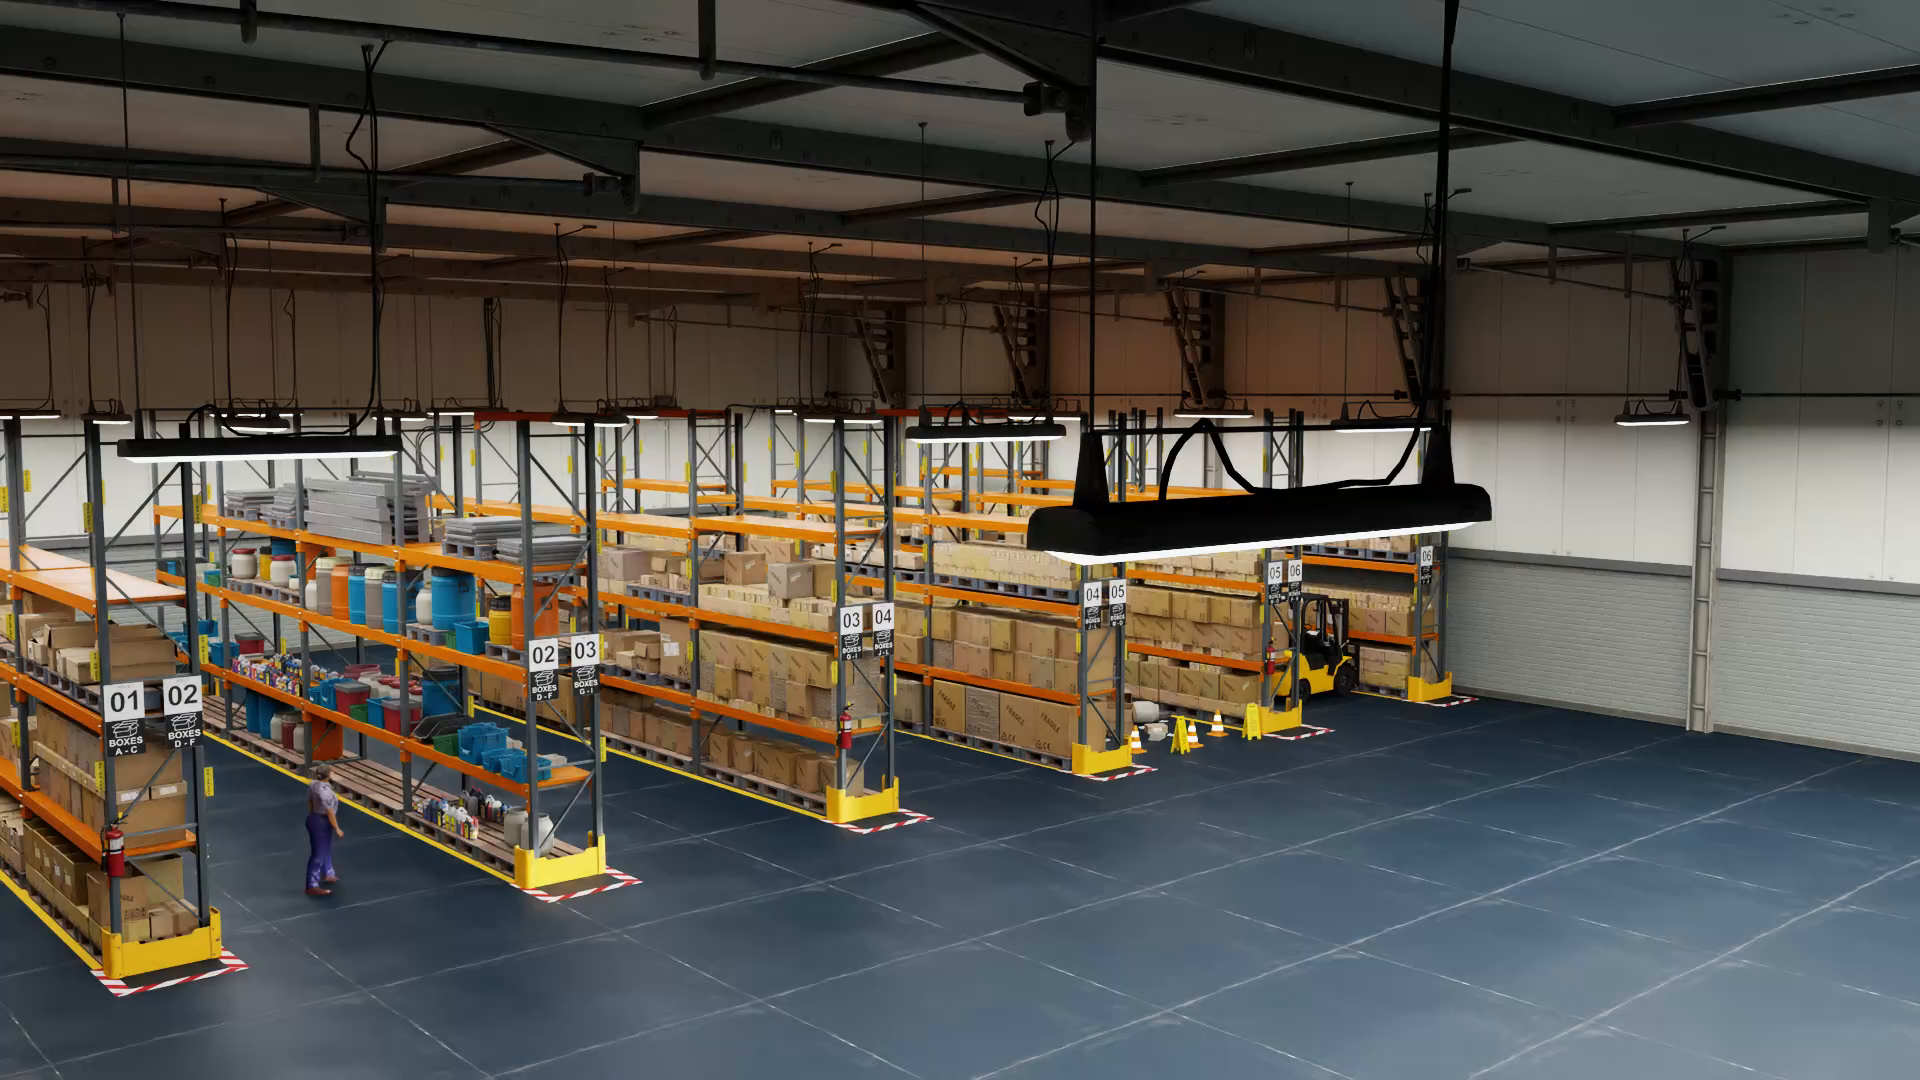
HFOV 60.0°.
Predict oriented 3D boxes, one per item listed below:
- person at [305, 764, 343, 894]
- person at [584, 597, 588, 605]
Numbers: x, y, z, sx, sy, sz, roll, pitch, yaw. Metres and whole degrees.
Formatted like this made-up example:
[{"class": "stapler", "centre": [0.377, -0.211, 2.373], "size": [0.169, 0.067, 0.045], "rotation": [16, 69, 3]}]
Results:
[{"class": "person", "centre": [-8.138, 3.659, 21.250], "size": [0.574, 1.663, 0.667], "rotation": [-3, 6, -33]}, {"class": "person", "centre": [-8.408, 2.160, 37.854], "size": [0.545, 1.669, 1.019], "rotation": [-4, 6, -39]}]
